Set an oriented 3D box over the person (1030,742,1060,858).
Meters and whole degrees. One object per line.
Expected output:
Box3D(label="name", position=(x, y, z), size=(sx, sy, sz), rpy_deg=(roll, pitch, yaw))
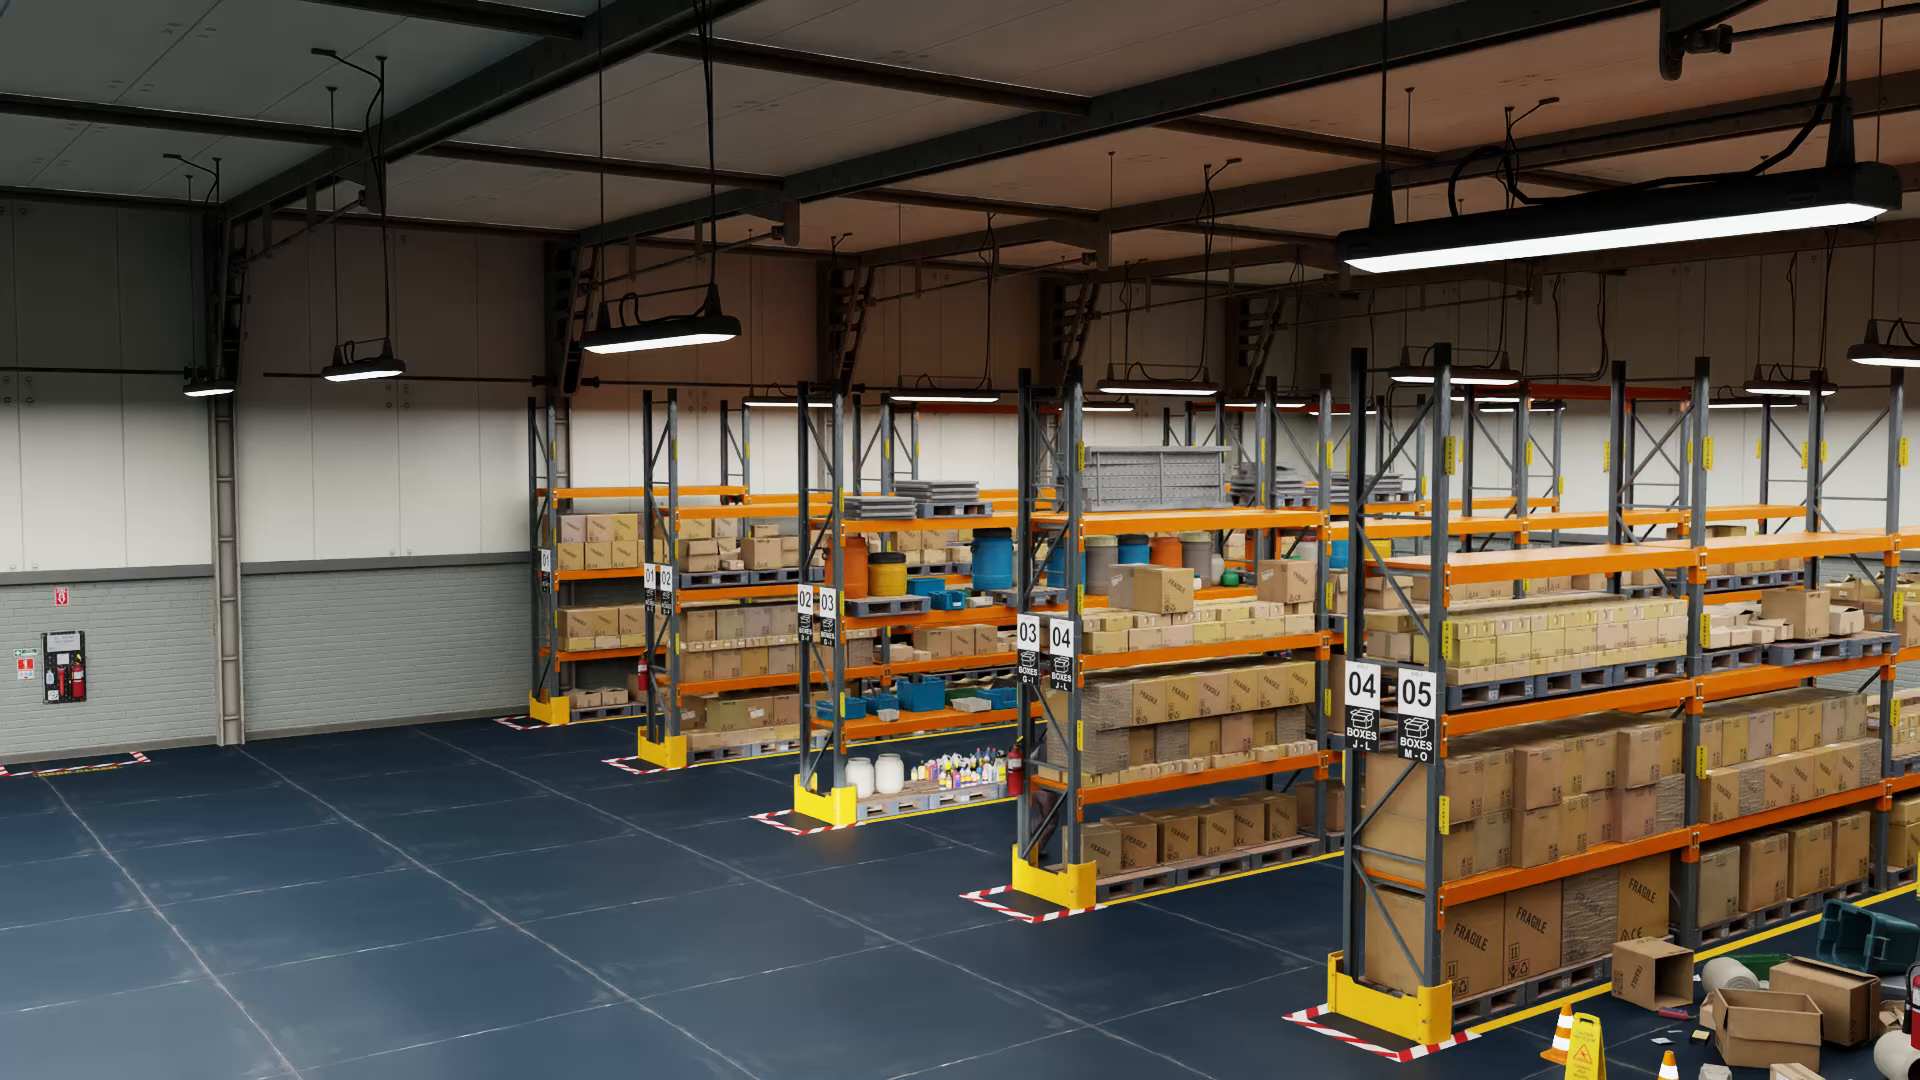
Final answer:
Box3D(label="person", position=(1.122, 3.137, 20.736), size=(0.745, 1.615, 0.600), rpy_deg=(-2, 4, -34))
